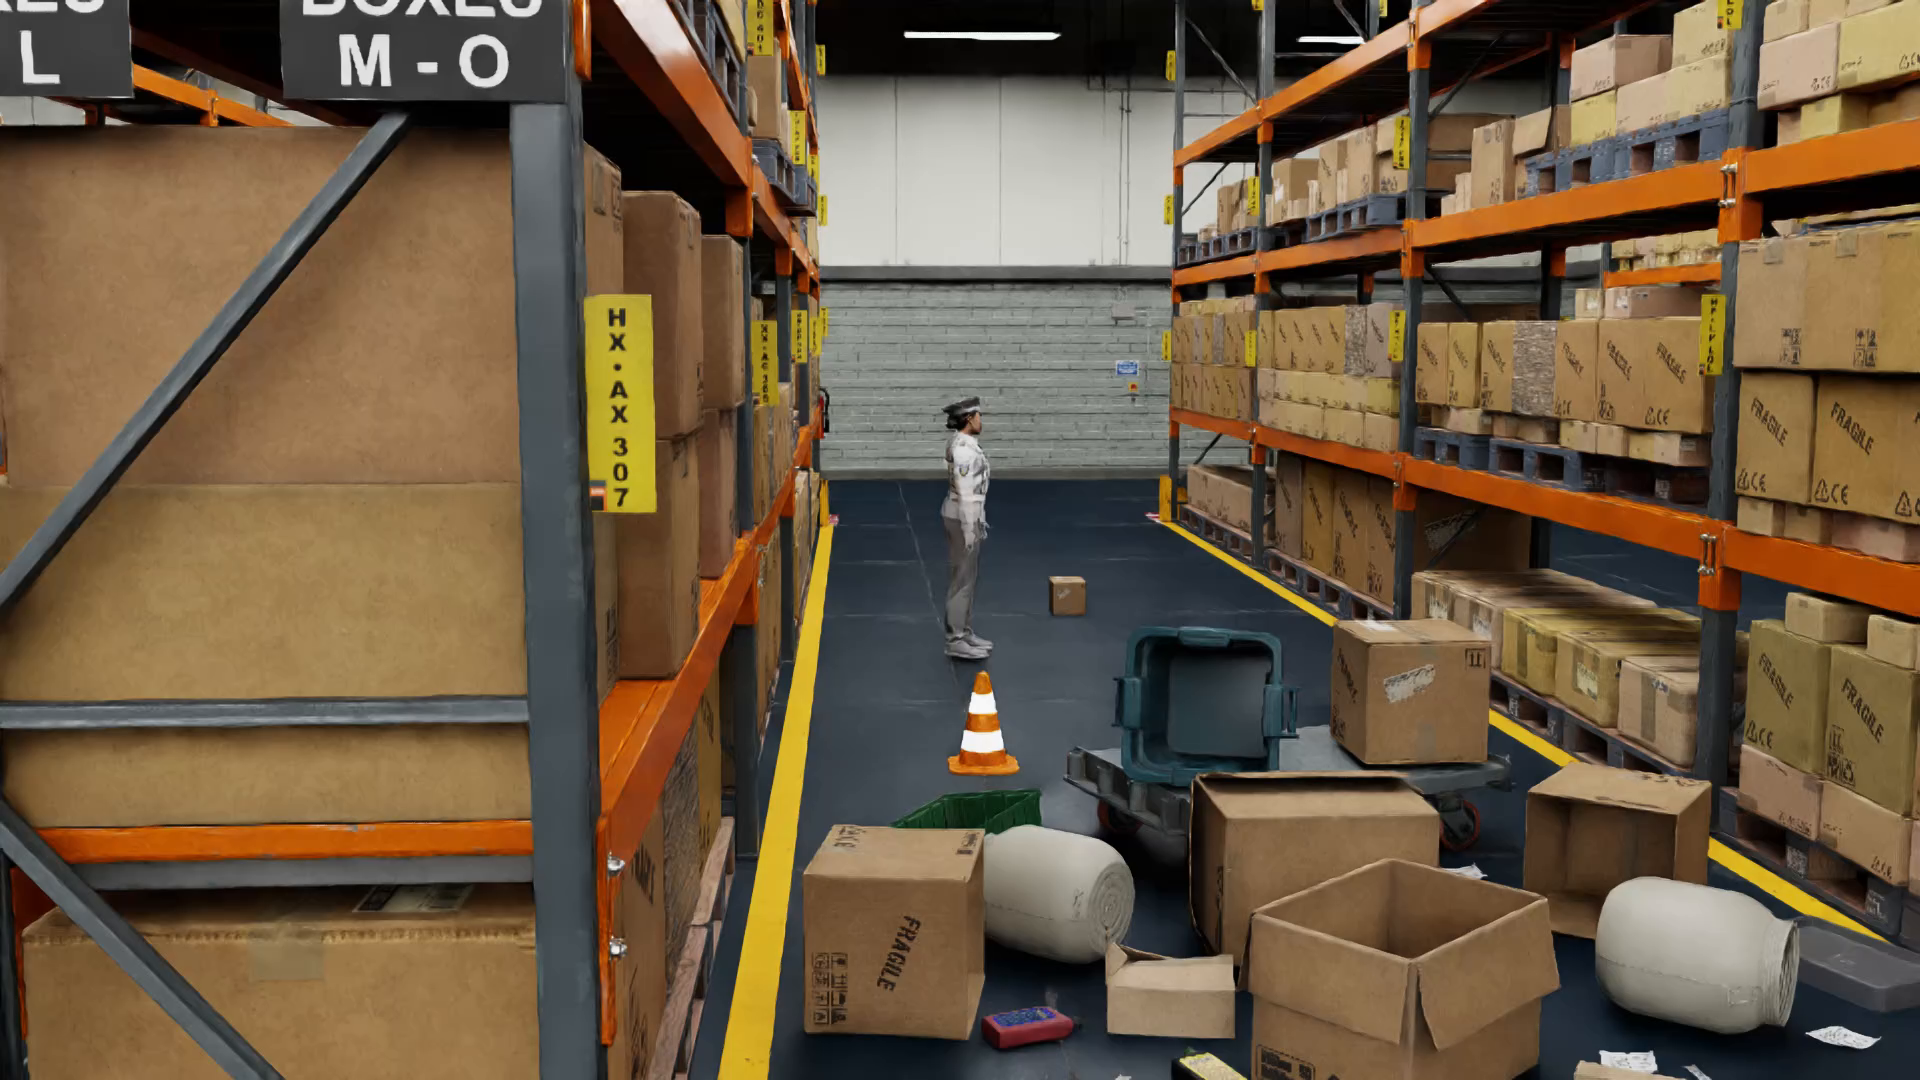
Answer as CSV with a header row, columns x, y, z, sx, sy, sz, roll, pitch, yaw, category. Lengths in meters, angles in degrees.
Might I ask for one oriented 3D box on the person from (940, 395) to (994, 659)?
x,y,z,sx,sy,sz,roll,pitch,yaw,category
0.049,-0.097,10.801,0.356,1.686,0.520,0,7,-3,person
